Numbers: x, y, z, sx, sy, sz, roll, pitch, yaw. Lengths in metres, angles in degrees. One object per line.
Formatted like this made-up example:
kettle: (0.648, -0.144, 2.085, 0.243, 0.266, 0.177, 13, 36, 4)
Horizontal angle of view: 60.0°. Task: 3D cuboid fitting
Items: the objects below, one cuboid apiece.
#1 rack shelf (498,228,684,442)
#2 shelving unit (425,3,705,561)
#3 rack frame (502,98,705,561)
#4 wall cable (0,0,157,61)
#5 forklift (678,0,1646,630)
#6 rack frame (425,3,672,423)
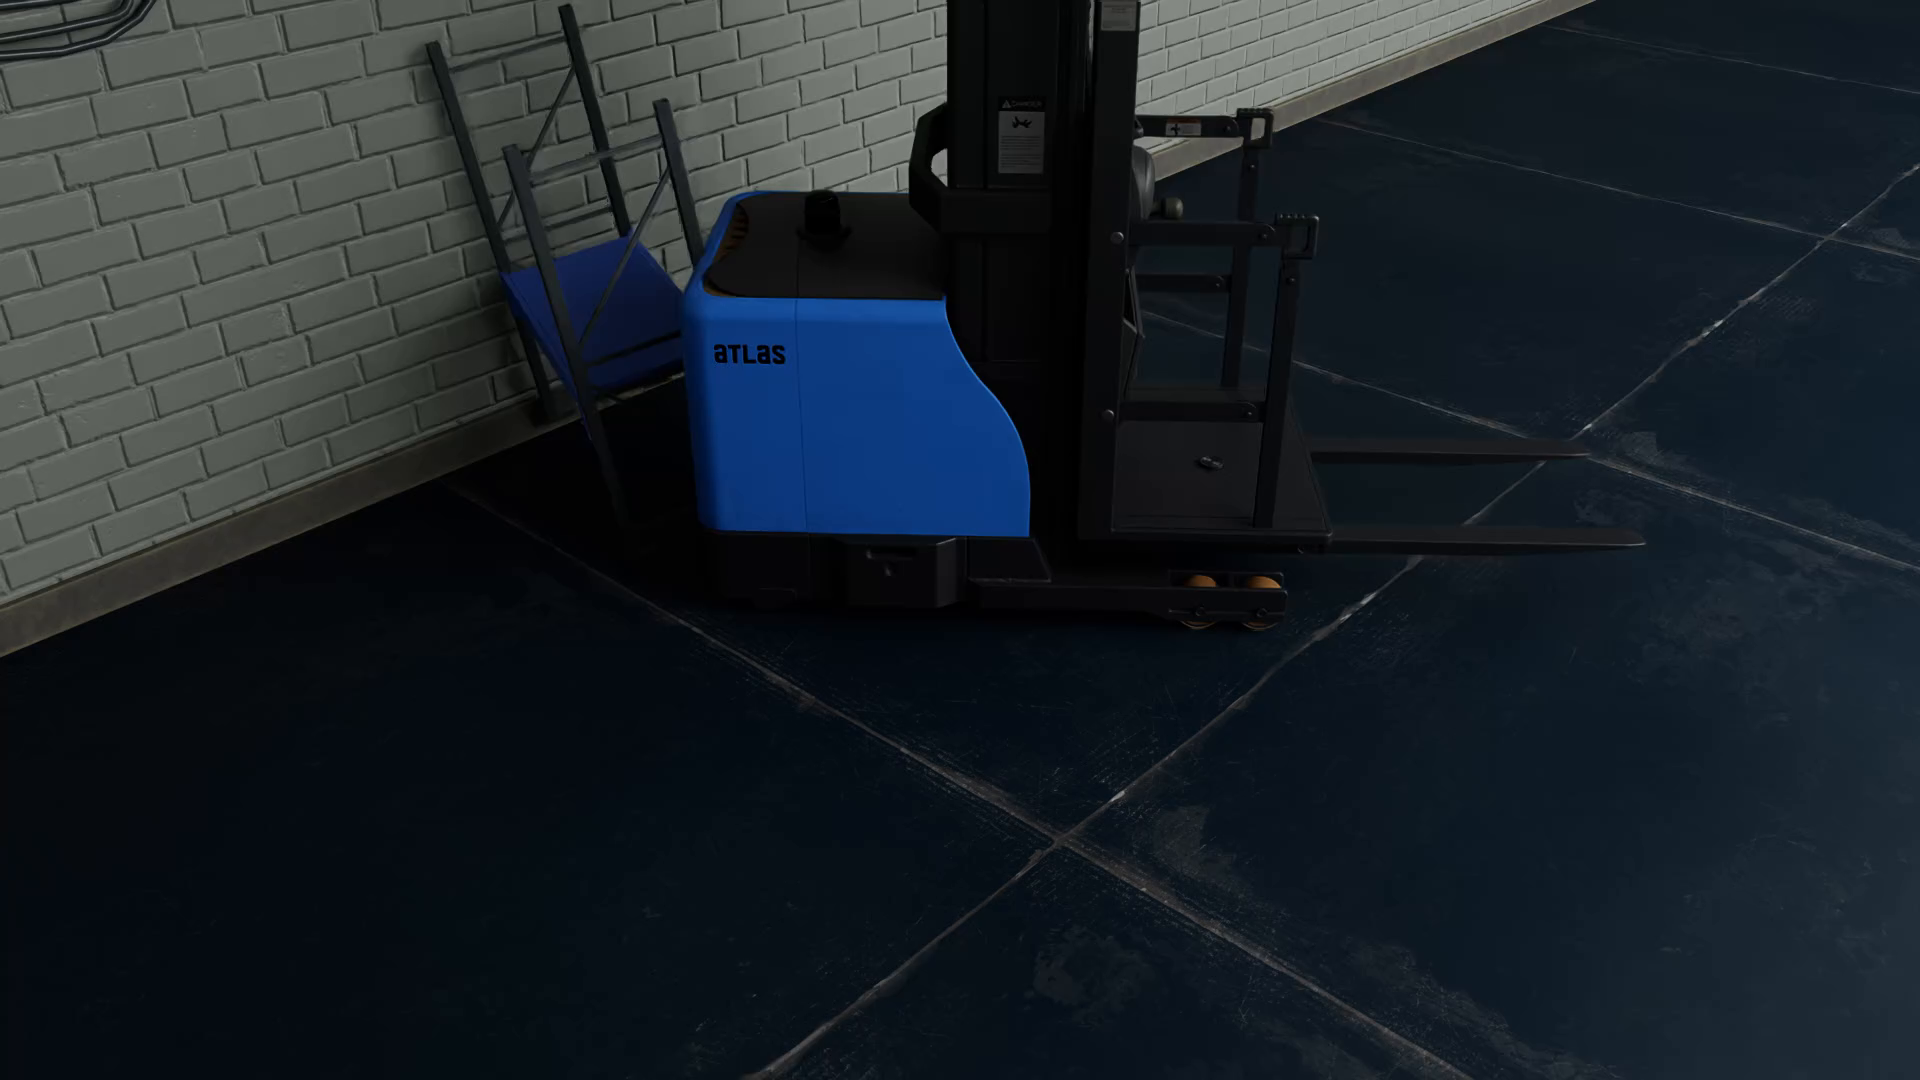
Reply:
rack shelf: (-1.197, -0.732, 5.736, 0.538, 0.185, 1.000, -22, 40, -17)
shelving unit: (-1.218, -0.872, 5.626, 0.538, 1.500, 1.048, -22, 40, -17)
rack frame: (-0.989, -0.614, 5.253, 0.500, 1.500, 0.032, -22, 40, -17)
wall cable: (-3.252, -1.981, 3.327, 0.112, 2.526, 3.097, 25, 39, 35)
forklift: (0.686, -1.252, 4.988, 3.031, 2.935, 1.130, 1, 31, 2)
rack frame: (-1.447, -1.131, 5.999, 0.500, 1.500, 0.032, -22, 40, -17)
